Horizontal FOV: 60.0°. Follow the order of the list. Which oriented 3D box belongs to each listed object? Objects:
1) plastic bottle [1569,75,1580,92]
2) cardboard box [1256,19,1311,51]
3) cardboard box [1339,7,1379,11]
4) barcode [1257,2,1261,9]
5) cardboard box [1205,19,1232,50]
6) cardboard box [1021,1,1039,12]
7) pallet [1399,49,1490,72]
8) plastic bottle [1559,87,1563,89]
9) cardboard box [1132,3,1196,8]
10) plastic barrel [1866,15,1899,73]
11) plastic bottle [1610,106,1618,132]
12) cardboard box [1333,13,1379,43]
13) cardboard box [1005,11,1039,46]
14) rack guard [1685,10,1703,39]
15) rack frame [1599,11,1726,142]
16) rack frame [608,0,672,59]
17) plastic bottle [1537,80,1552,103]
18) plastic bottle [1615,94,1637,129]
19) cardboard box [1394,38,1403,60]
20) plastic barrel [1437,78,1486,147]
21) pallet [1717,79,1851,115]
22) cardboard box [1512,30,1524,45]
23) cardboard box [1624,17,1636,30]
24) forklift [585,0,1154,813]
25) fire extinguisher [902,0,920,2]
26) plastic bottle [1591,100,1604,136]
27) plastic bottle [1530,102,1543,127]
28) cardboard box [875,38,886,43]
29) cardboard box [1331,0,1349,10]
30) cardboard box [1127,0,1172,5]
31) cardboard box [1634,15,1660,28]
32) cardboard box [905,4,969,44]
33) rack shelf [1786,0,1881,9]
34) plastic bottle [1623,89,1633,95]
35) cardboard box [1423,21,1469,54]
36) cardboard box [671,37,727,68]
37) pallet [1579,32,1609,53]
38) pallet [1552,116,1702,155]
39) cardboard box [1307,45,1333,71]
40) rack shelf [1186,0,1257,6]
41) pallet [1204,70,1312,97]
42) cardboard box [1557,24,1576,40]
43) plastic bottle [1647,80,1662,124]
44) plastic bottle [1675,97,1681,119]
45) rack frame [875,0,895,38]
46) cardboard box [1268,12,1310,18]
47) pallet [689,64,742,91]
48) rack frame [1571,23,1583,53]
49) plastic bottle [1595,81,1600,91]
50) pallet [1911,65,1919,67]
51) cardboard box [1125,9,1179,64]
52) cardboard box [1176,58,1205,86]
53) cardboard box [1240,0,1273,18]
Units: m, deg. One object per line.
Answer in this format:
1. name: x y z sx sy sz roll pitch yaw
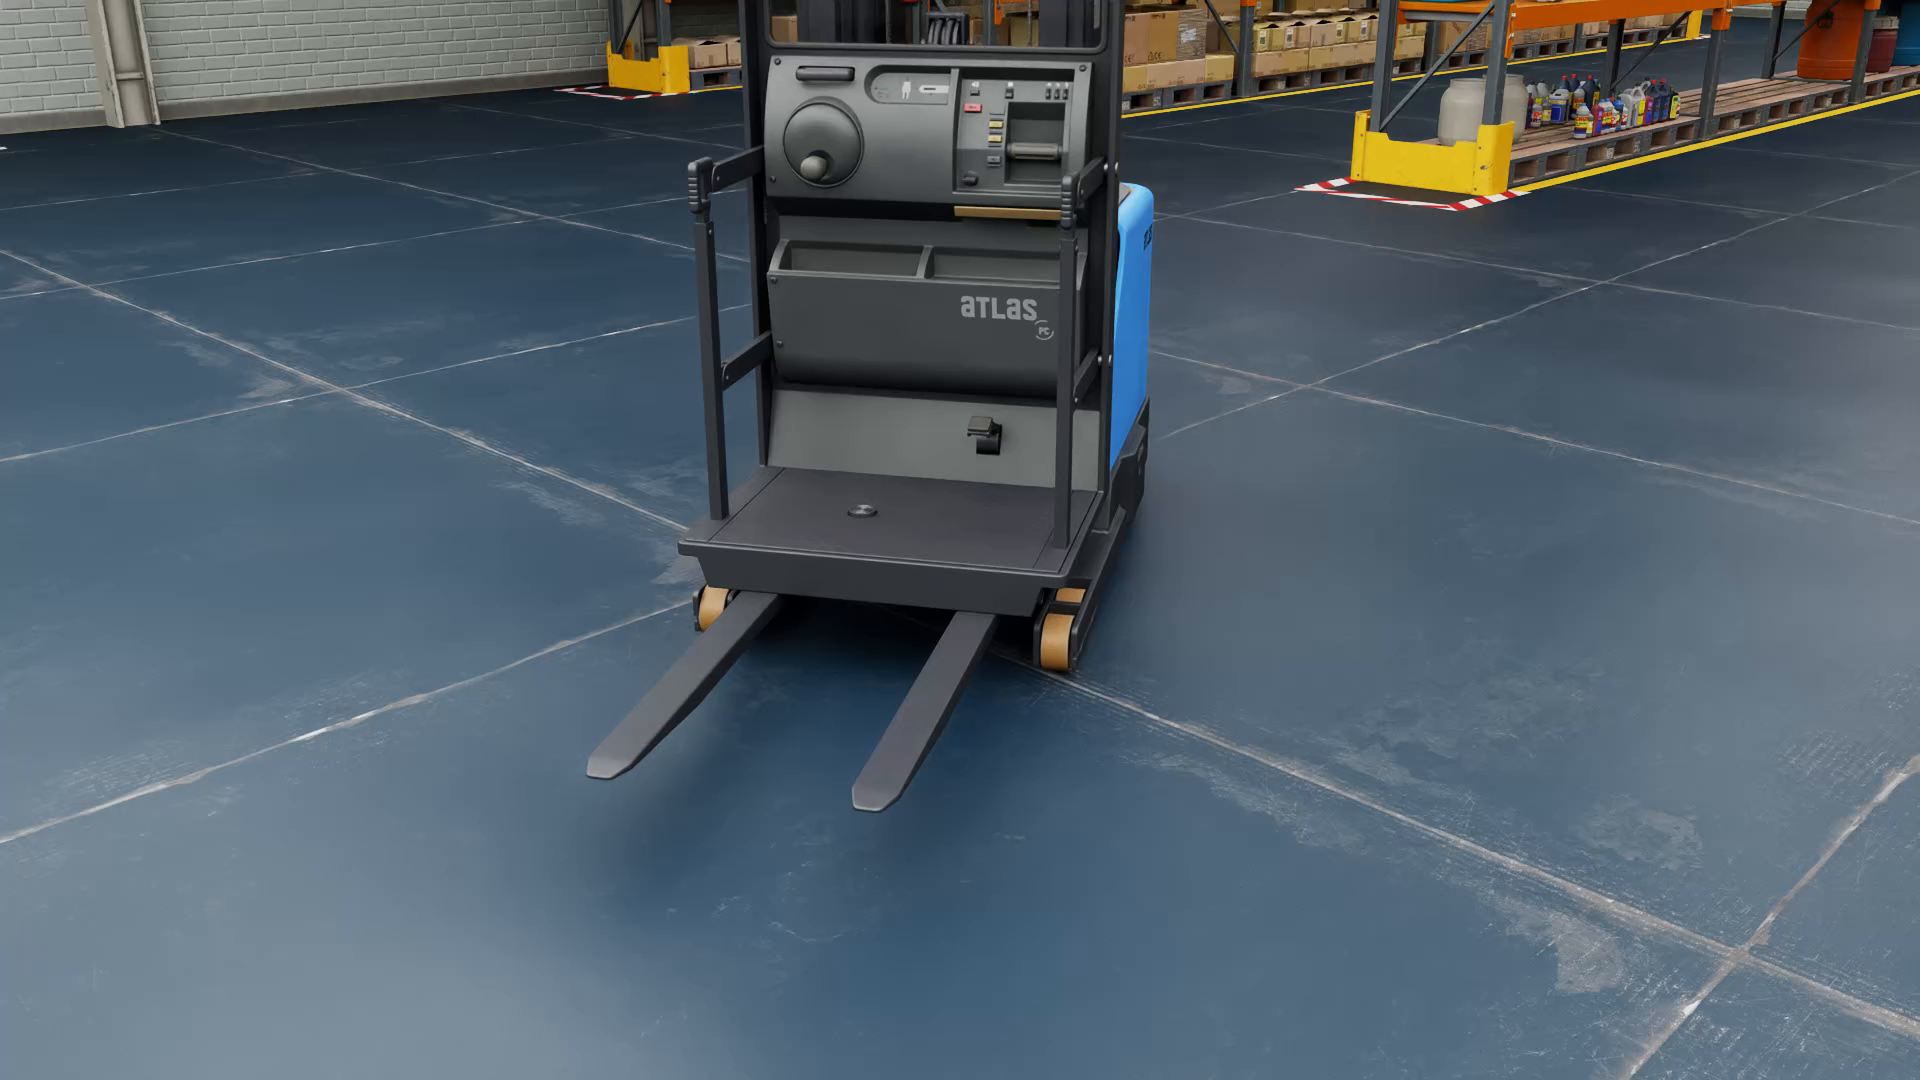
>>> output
1. plastic bottle: 5.431 -3.941 14.725 0.185 0.351 0.144 -19 28 -41
2. cardboard box: 3.564 -5.662 18.589 0.500 0.311 0.500 19 28 40
3. cardboard box: 4.959 -6.458 20.660 0.500 0.311 0.500 -19 28 -40
4. barcode: 3.221 -5.764 17.923 0.001 0.075 0.075 19 28 41
5. cardboard box: 2.822 -5.666 18.601 0.500 0.311 0.500 19 28 41
6. cardboard box: 0.749 -7.185 22.959 0.700 0.500 0.500 19 28 40
7. pallet: 6.083 -6.225 21.476 1.003 0.211 1.213 19 28 41
8. plastic bottle: 5.223 -3.808 14.490 0.097 0.271 0.097 0 21 0
9. cardboard box: 2.197 -5.538 18.004 0.500 0.500 0.500 19 28 41
10. plastic barrel: 10.198 -5.594 18.724 0.600 0.588 0.708 19 28 41
11. plastic bottle: 5.367 -3.474 13.718 0.097 0.201 0.097 0 21 0
12. cardboard box: 4.634 -6.058 19.621 0.500 0.311 0.500 19 28 40
13. cardboard box: 0.802 -5.024 16.665 0.500 0.500 0.500 19 28 41
14. rack guard: 11.063 -8.214 26.249 1.175 0.500 0.348 19 28 41
15. rack frame: 6.291 -5.075 14.598 1.000 3.000 0.127 19 28 41
16. rack frame: -3.598 -6.527 18.374 1.000 3.000 0.127 19 28 41
17. plastic bottle: 5.002 -3.783 14.315 0.144 0.351 0.185 19 28 40
18. plastic bottle: 5.573 -3.599 13.939 0.135 0.276 0.152 -20 28 -41
19. cardboard box: 4.986 -5.927 20.062 0.500 0.250 0.500 19 28 40
20. plastic barrel: 3.905 -3.270 12.784 0.421 0.512 0.421 0 21 0
21. pallet: 8.513 -4.613 17.281 1.003 0.211 1.213 19 28 41
22. cardboard box: 7.132 -6.827 22.028 0.500 0.500 0.500 18 27 39
23. cardboard box: 9.632 -7.897 24.805 0.797 0.503 0.637 19 28 41
24. forklift: -0.144 -1.149 4.479 1.130 2.935 3.031 5 22 12
25. fire extinguisher: -0.461 -5.338 15.389 0.296 0.674 0.183 19 28 41
26. plastic bottle: 5.160 -3.426 13.481 0.133 0.283 0.061 -20 28 -41
27. plastic bottle: 4.862 -3.595 14.035 0.097 0.201 0.097 0 21 0
28. cardboard box: -1.159 -6.293 21.102 0.380 0.166 0.250 15 26 34
29. cardboard box: 6.081 -9.067 27.882 0.500 0.500 0.700 -19 28 -41
30. cardboard box: 2.590 -7.932 24.441 0.750 0.750 0.750 19 28 40
31. cardboard box: 10.229 -7.885 25.126 0.500 0.250 0.500 19 28 41
32. cardboard box: -0.306 -6.787 21.922 0.500 0.500 0.700 -19 28 -40
33. rack shelf: 10.477 -6.282 18.740 1.077 0.370 4.000 19 28 41
34. plastic bottle: 5.791 -3.753 14.341 0.152 0.276 0.135 19 28 41
35. cardboard box: 6.057 -6.428 20.989 0.500 0.500 0.500 -19 28 -40
36. cardboard box: -3.051 -5.632 19.182 0.500 0.311 0.500 15 26 35
37. pallet: 8.805 -7.247 24.136 1.003 0.211 1.213 19 28 41
38. pallet: 5.793 -3.612 14.677 1.003 0.211 1.213 19 28 41
39. cardboard box: 3.920 -5.535 19.042 0.500 0.250 0.500 18 28 39
40. rack shelf: 4.140 -6.494 19.293 1.077 0.370 4.000 19 28 41
41. pallet: 3.231 -5.214 18.845 1.003 0.211 1.213 19 28 41
42. cardboard box: 8.186 -7.213 23.030 0.500 0.500 0.500 19 28 40
43. plastic bottle: 5.914 -3.757 14.248 0.144 0.351 0.185 18 27 38
44. plastic bottle: 6.261 -3.803 14.576 0.097 0.201 0.097 0 21 0
45. rack frame: -0.807 -7.555 21.050 1.000 3.000 0.127 19 28 41
46. cardboard box: 3.883 -6.058 19.619 0.500 0.311 0.500 19 28 40
47. pallet: -2.953 -5.445 19.446 1.003 0.211 1.213 19 28 41
48. rack frame: 8.325 -8.373 23.177 1.000 3.000 0.127 19 28 41
49. plastic bottle: 5.625 -3.924 14.776 0.061 0.283 0.133 19 28 41
50. pallet: 11.304 -5.642 19.960 1.003 0.211 1.213 19 28 41
51. cardboard box: 1.874 -5.150 16.994 0.500 0.500 0.500 19 28 41
52. cardboard box: 2.222 -4.929 17.464 0.500 0.250 0.500 19 28 41
53. cardboard box: 4.413 -8.604 26.191 0.750 0.750 0.750 20 28 41
